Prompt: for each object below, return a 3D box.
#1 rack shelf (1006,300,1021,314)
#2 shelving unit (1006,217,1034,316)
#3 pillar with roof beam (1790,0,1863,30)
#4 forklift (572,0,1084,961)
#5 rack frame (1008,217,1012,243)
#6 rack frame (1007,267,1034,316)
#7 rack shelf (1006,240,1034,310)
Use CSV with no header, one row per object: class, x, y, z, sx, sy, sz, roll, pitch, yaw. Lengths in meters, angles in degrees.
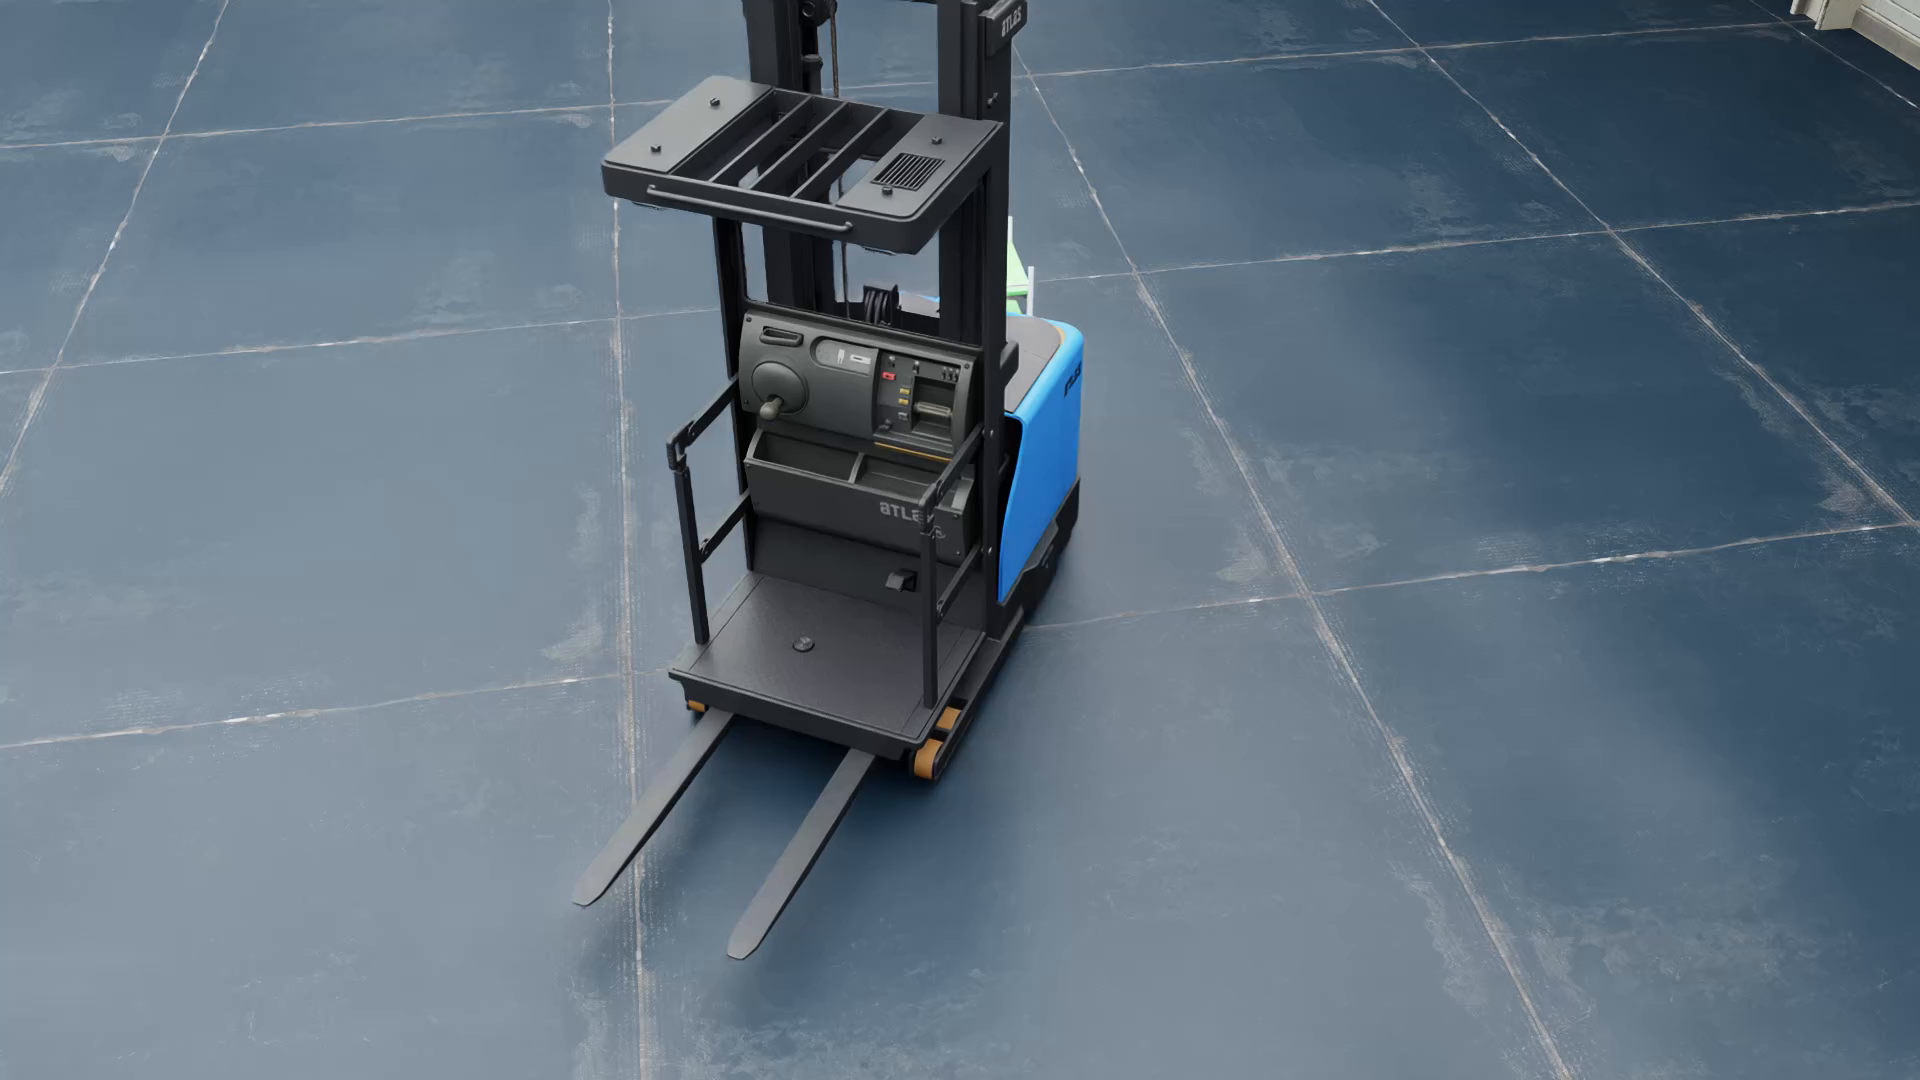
rack shelf,0.164,-1.003,7.776,0.258,0.148,0.480,-6,38,-8
shelving unit,0.164,-0.864,7.884,0.258,1.200,0.503,-6,38,-8
pillar with roof beam,2.487,-7.152,9.621,9.100,9.000,0.400,-6,38,-8
forklift,-0.472,-0.510,6.017,1.130,2.935,3.031,14,40,17
rack frame,0.122,-1.011,8.074,0.240,1.200,0.015,-6,38,-8
rack frame,0.205,-0.716,7.694,0.240,1.200,0.015,-6,38,-8
rack shelf,0.164,-1.192,7.628,0.258,0.148,0.480,-6,38,-8
